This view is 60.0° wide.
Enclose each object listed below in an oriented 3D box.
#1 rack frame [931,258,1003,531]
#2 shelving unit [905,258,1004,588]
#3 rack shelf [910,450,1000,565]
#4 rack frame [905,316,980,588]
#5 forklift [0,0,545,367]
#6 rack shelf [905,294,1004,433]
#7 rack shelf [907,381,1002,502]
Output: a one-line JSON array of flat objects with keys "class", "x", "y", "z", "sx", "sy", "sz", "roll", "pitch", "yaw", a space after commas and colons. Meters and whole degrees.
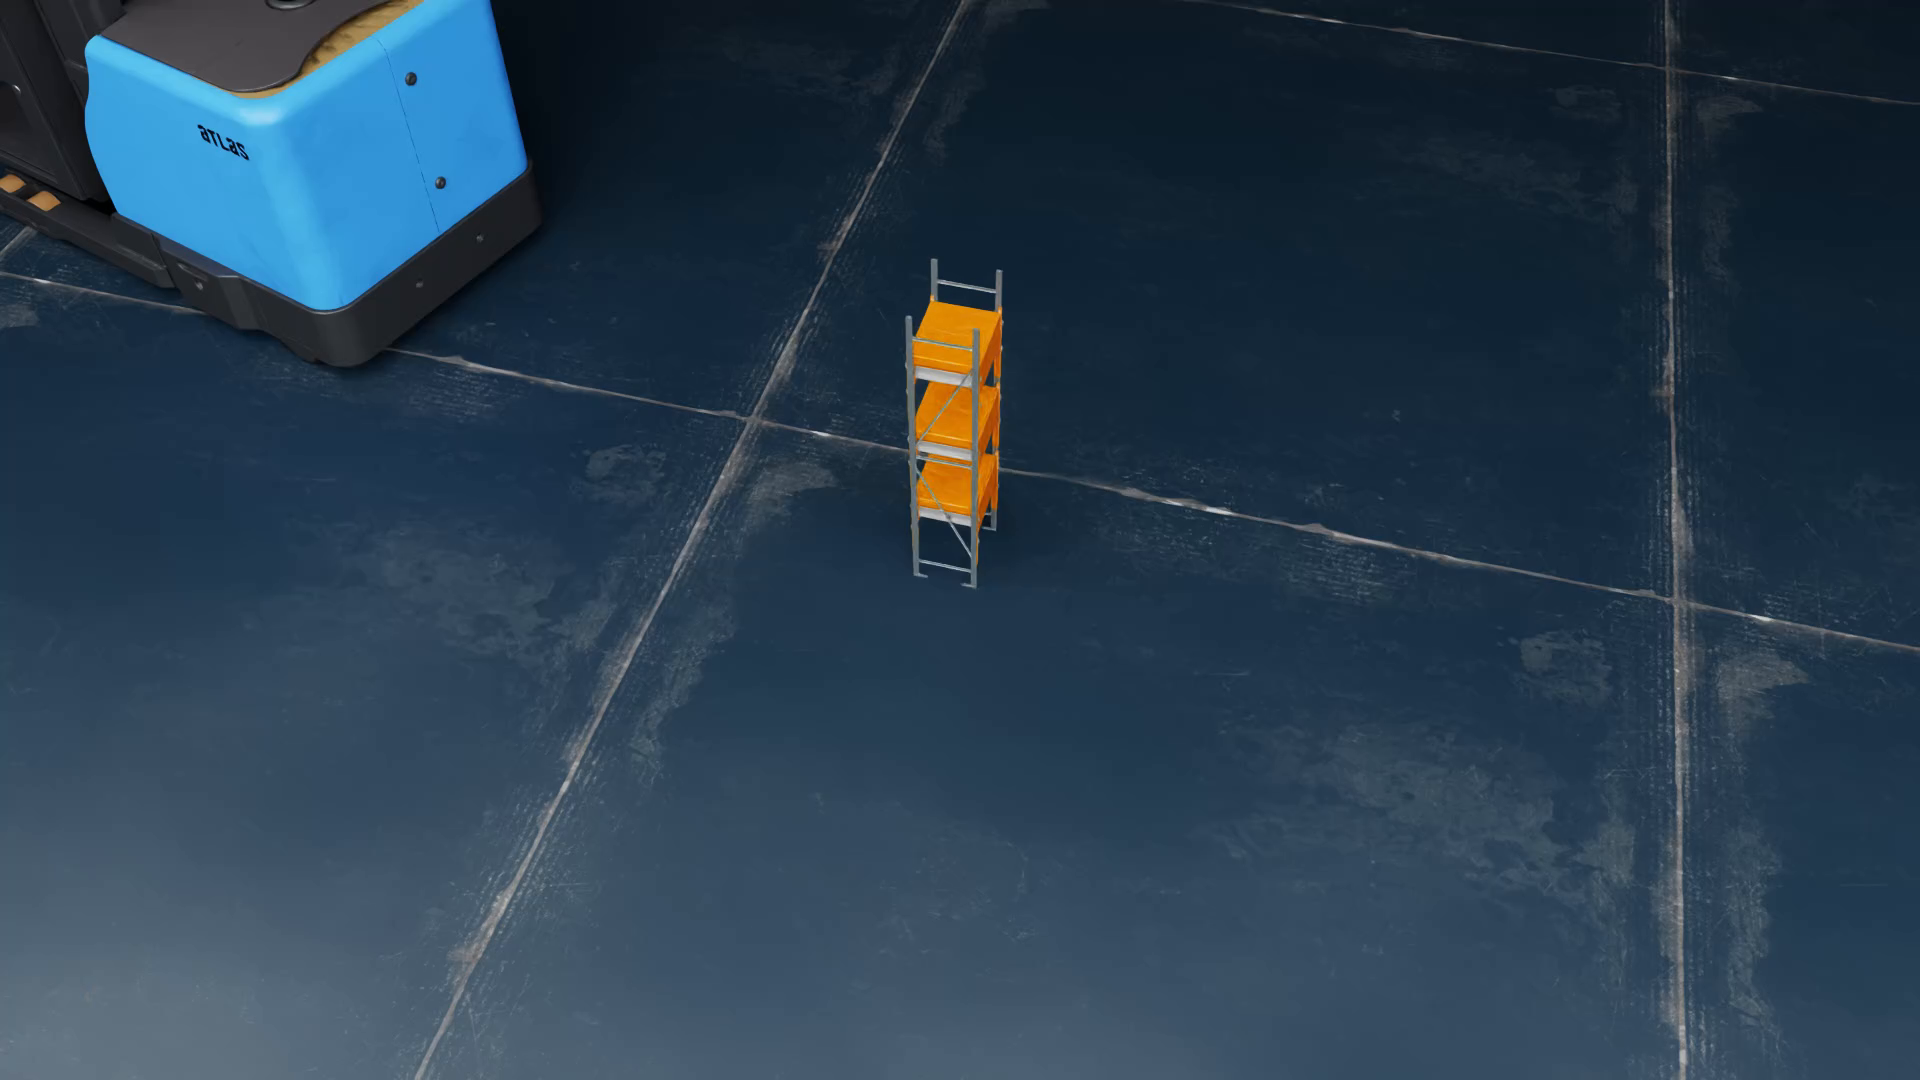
[{"class": "rack frame", "x": 0.018, "y": -0.397, "z": 4.900, "sx": 0.200, "sy": 1.050, "sz": 0.008, "roll": 12, "pitch": 50, "yaw": 10}, {"class": "shelving unit", "x": -0.014, "y": -0.309, "z": 4.822, "sx": 0.215, "sy": 1.050, "sz": 0.252, "roll": 12, "pitch": 50, "yaw": 10}, {"class": "rack shelf", "x": -0.014, "y": -0.118, "z": 5.039, "sx": 0.215, "sy": 0.259, "sz": 0.240, "roll": 12, "pitch": 50, "yaw": 10}, {"class": "rack frame", "x": -0.046, "y": -0.220, "z": 4.744, "sx": 0.200, "sy": 1.050, "sz": 0.008, "roll": 12, "pitch": 50, "yaw": 10}, {"class": "forklift", "x": -3.074, "y": -2.419, "z": 5.430, "sx": 3.031, "sy": 2.935, "sz": 1.130, "roll": 25, "pitch": 53, "yaw": 21}, {"class": "rack shelf", "x": -0.014, "y": -0.489, "z": 4.617, "sx": 0.215, "sy": 0.259, "sz": 0.240, "roll": 12, "pitch": 50, "yaw": 10}, {"class": "rack shelf", "x": -0.014, "y": -0.302, "z": 4.830, "sx": 0.215, "sy": 0.259, "sz": 0.240, "roll": 12, "pitch": 50, "yaw": 10}]
